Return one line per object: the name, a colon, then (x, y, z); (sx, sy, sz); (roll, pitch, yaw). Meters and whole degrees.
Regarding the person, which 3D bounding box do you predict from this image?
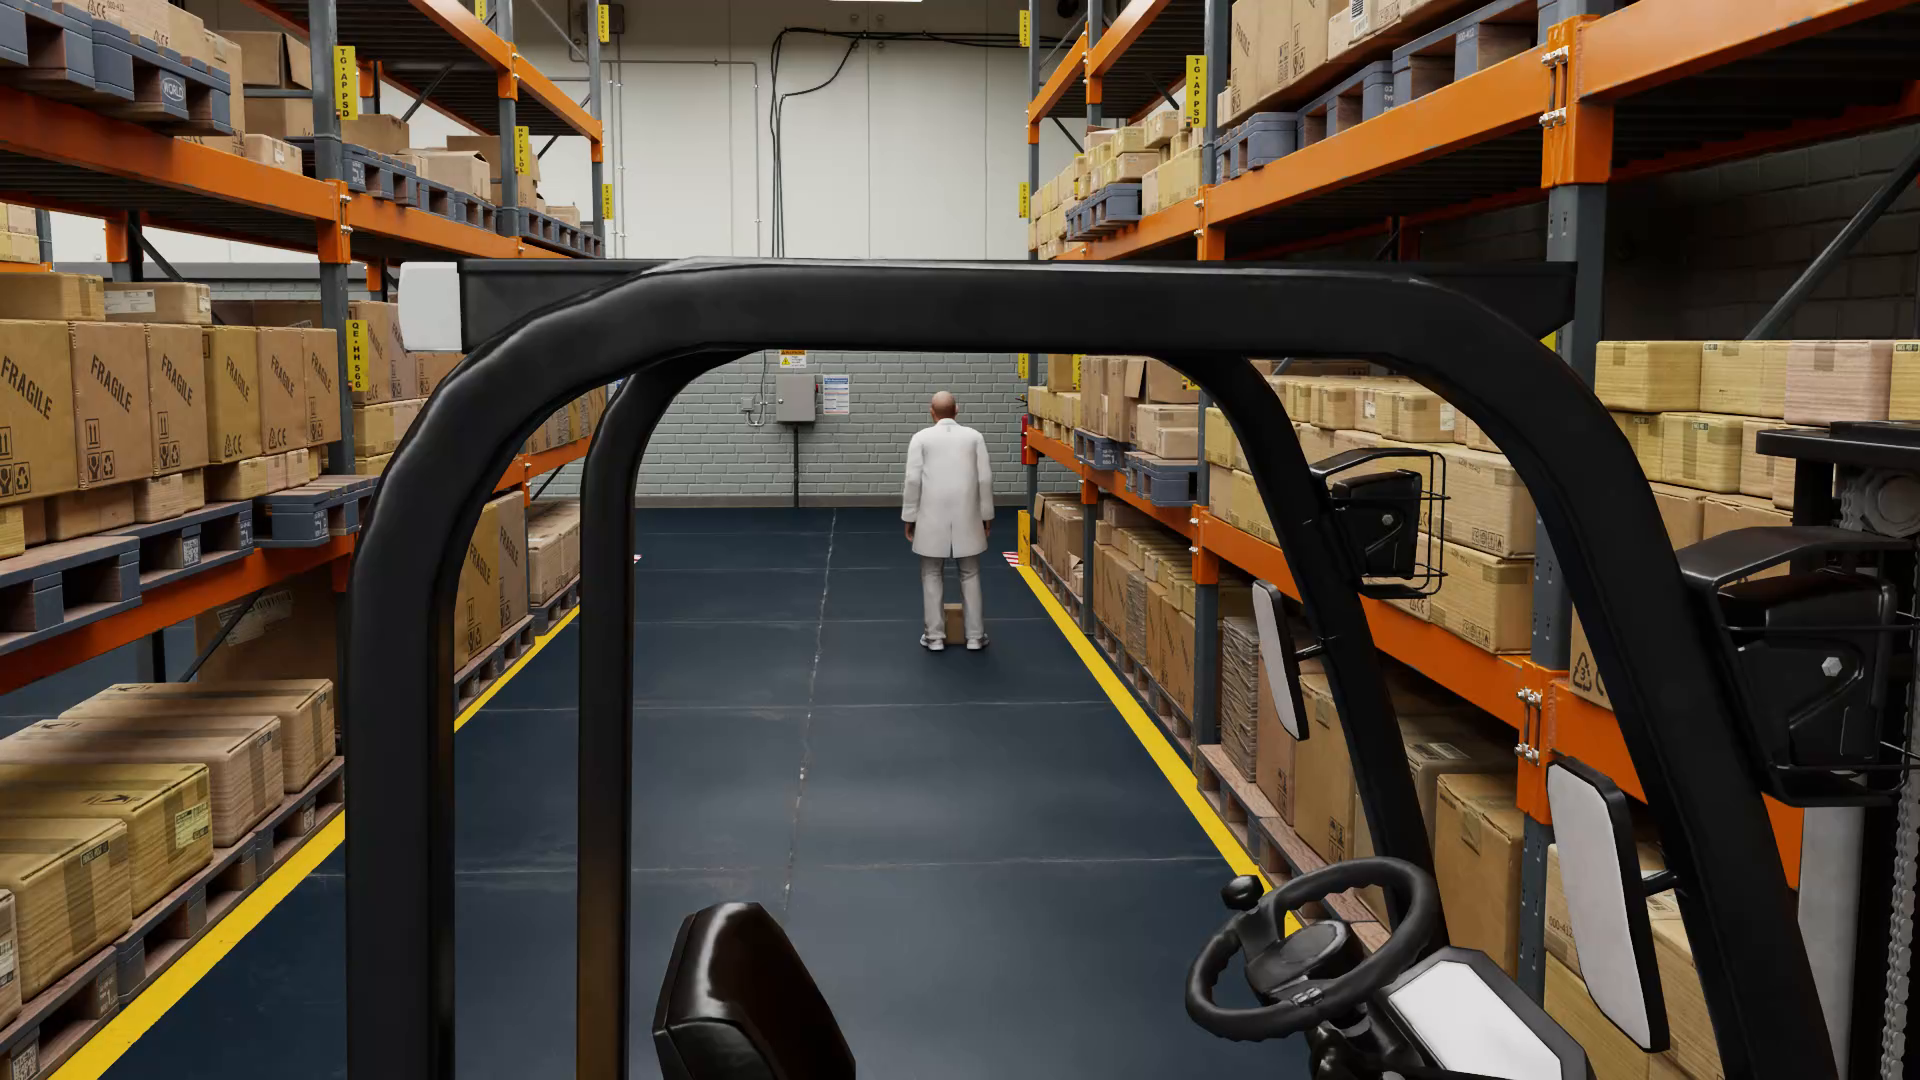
person: (-0.083, -0.135, 11.450); (0.642, 1.774, 0.423); (-1, 7, -7)
